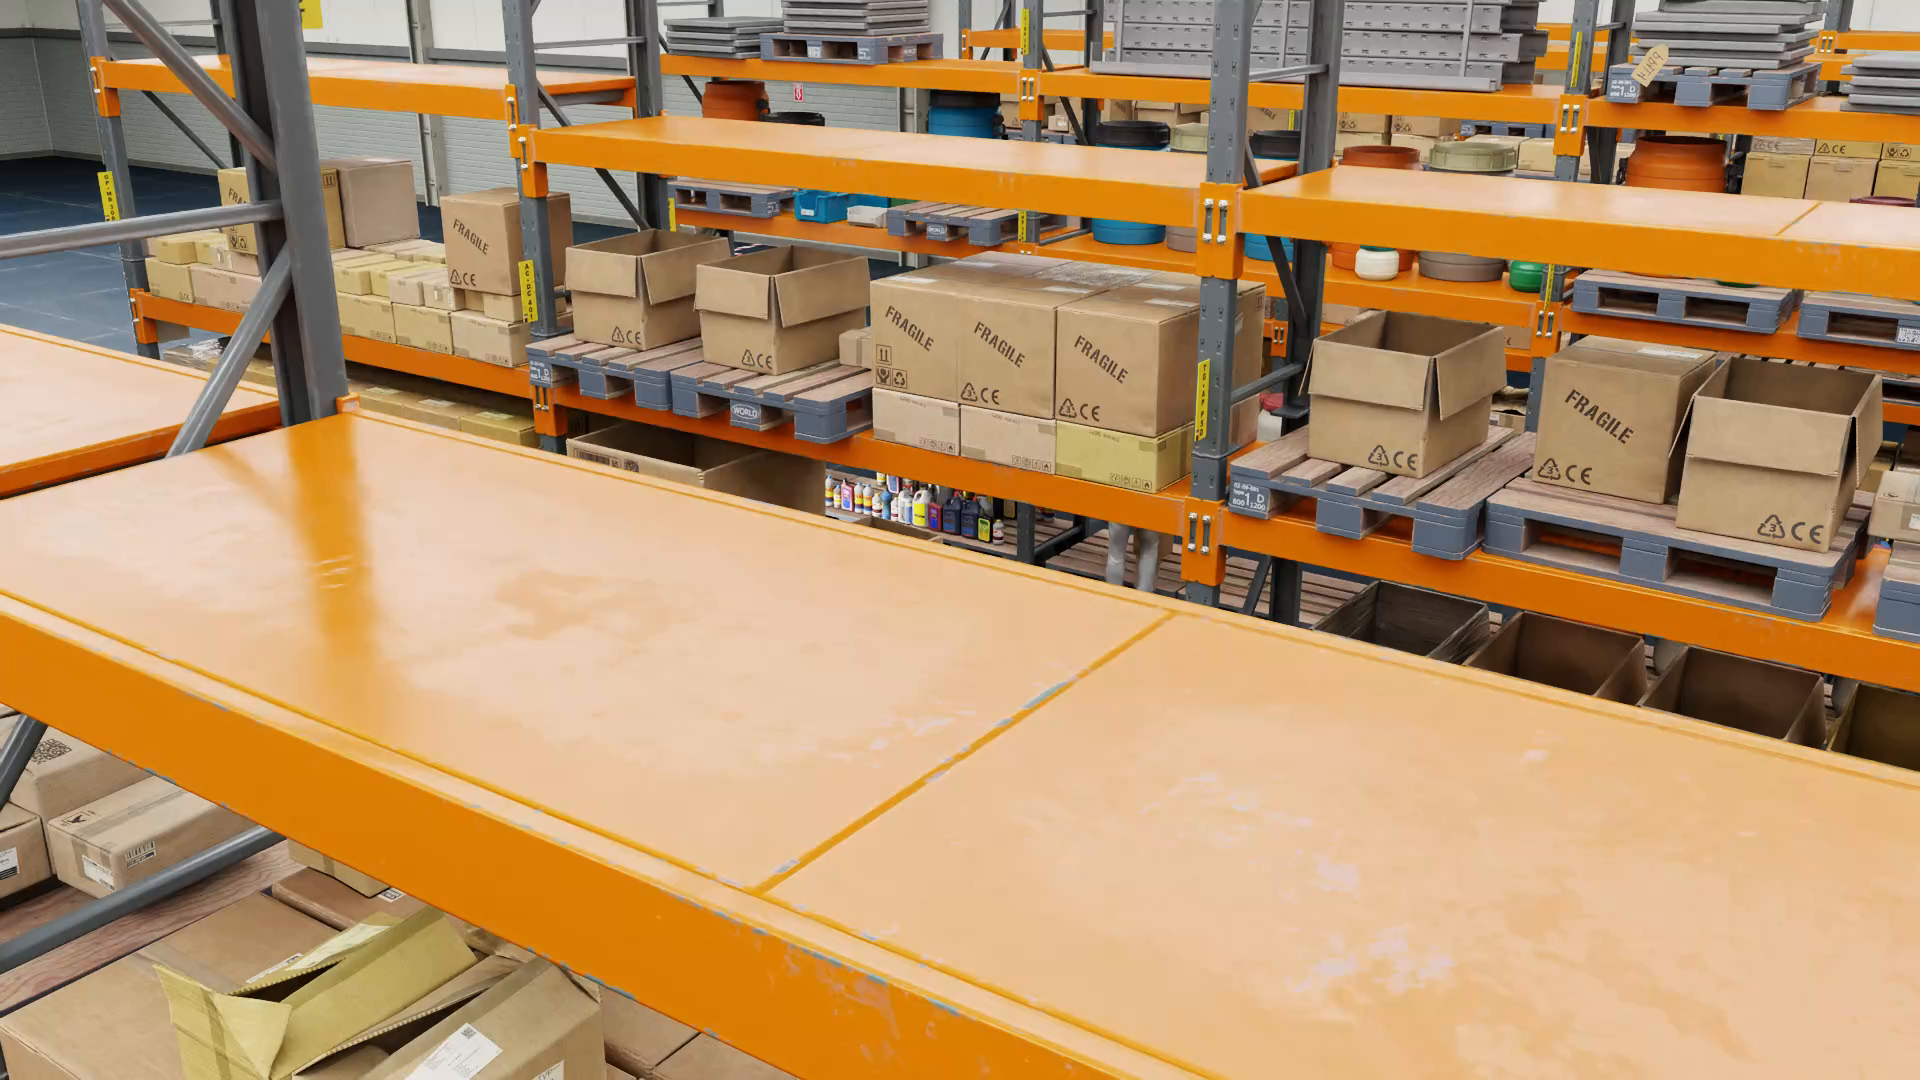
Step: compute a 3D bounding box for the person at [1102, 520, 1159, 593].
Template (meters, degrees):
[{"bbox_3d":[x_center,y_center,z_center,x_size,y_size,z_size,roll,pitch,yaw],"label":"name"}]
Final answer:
[{"bbox_3d":[1.340,-0.257,12.951,0.565,1.765,0.360,7,21,18],"label":"person"}]
